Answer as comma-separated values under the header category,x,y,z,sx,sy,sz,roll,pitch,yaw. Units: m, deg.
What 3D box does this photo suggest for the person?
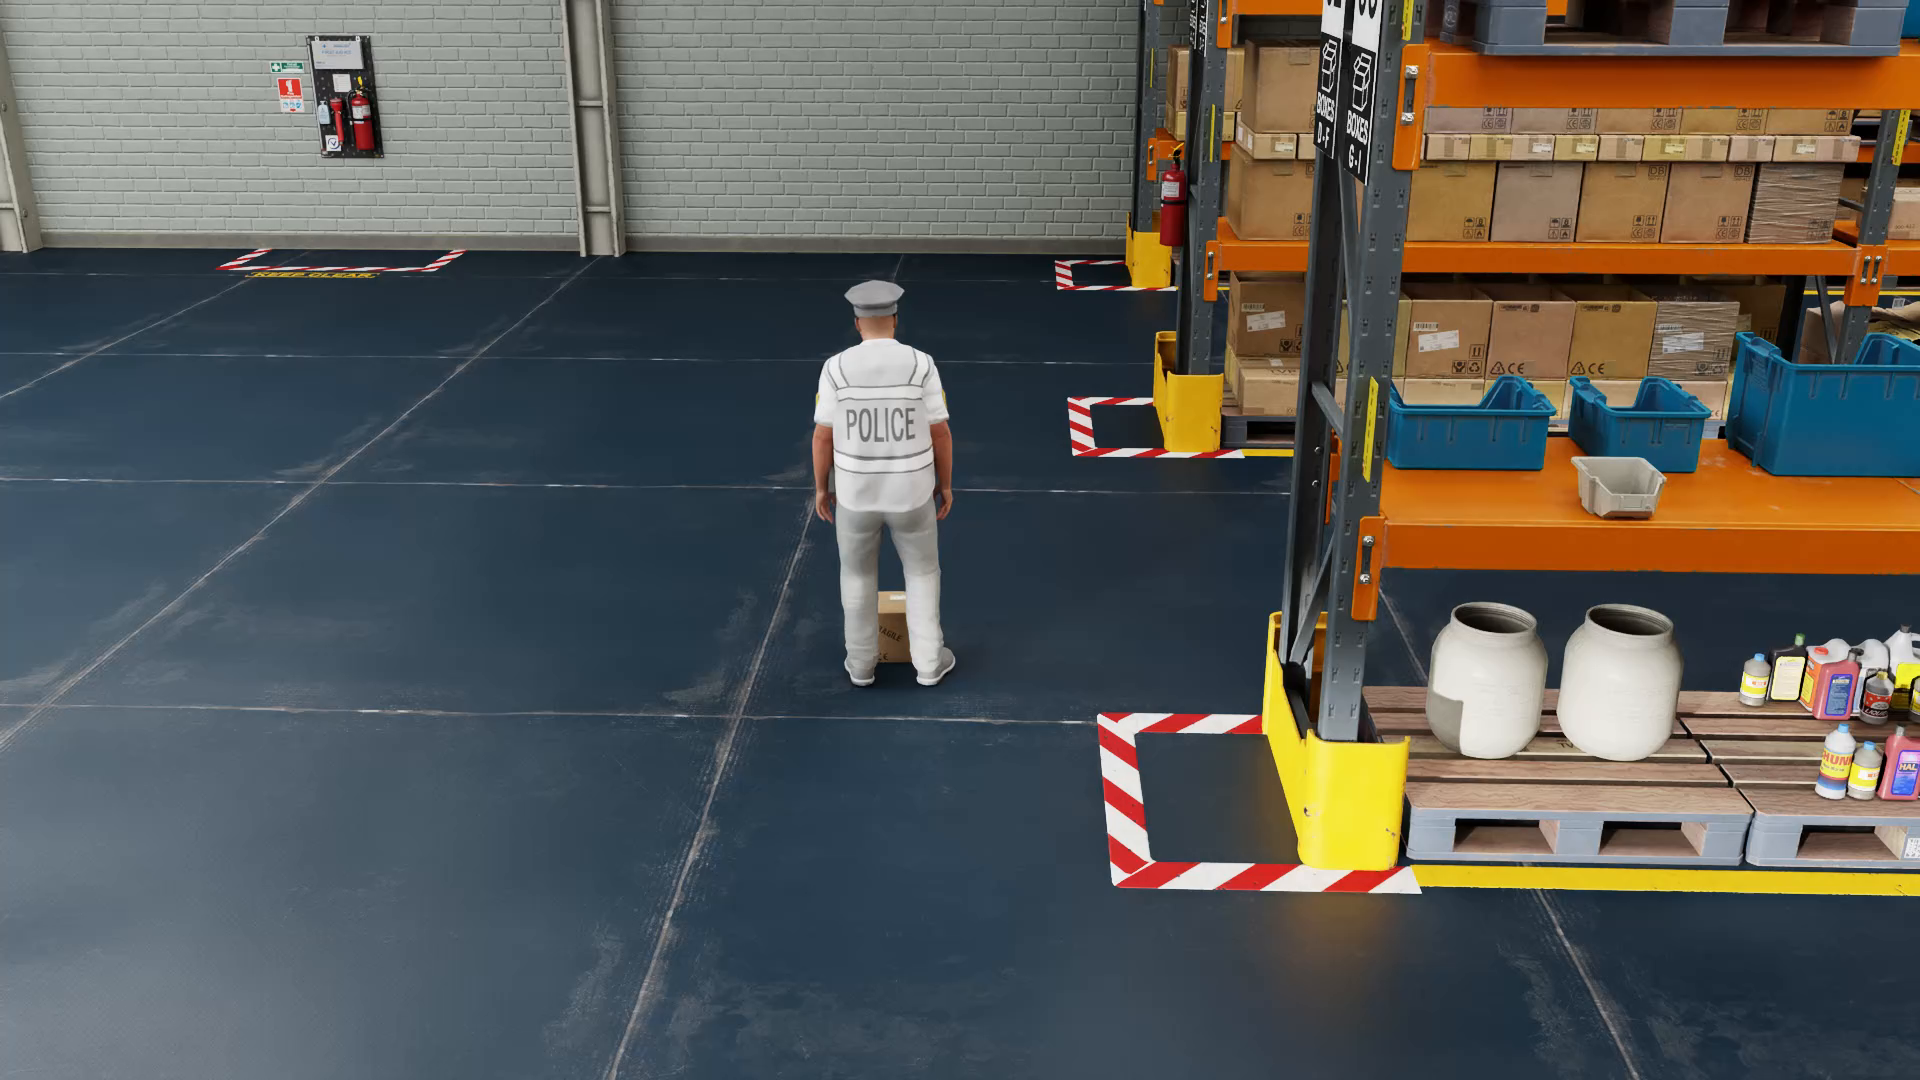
category,x,y,z,sx,sy,sz,roll,pitch,yaw
person,-0.322,-0.206,7.115,0.604,1.749,0.427,0,21,-1
